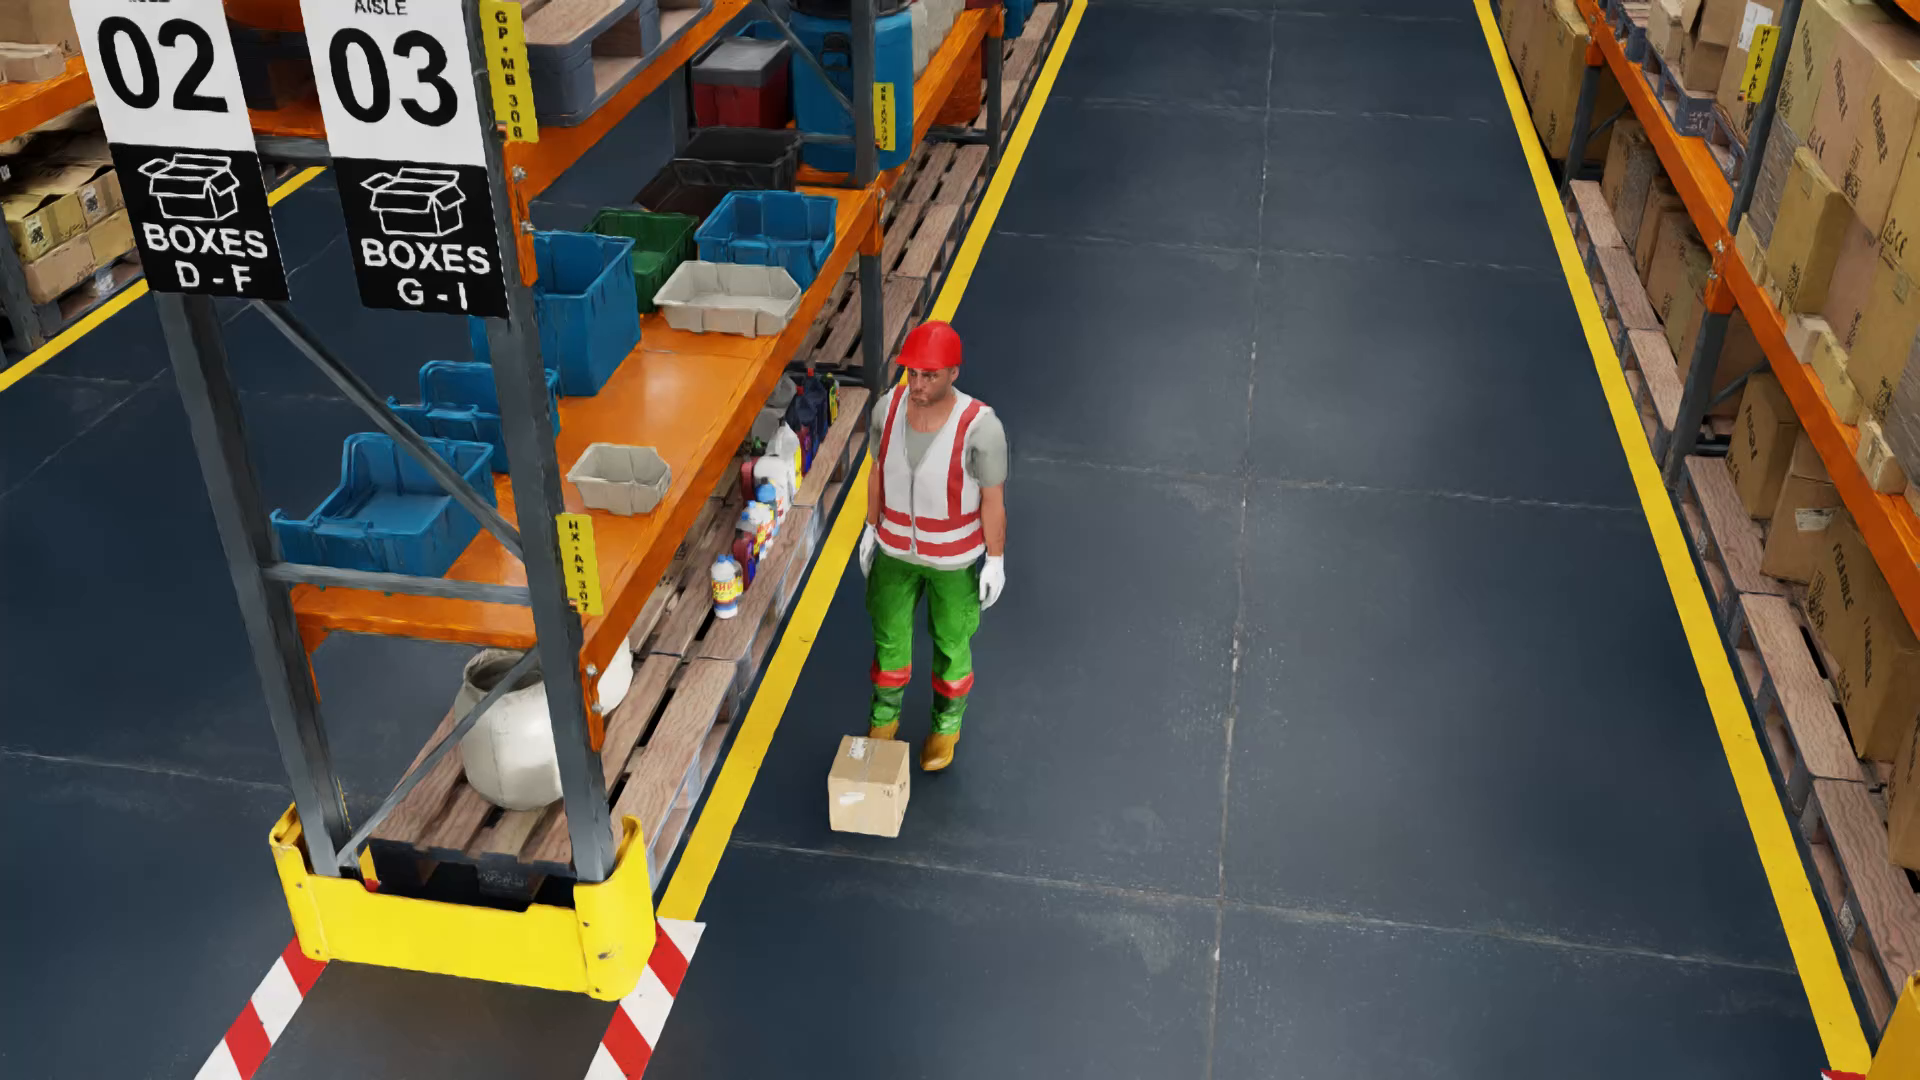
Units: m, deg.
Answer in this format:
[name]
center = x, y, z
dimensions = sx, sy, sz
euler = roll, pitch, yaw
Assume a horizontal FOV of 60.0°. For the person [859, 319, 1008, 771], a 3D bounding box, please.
[person]
center = -0.120, 0.055, 6.013
dimensions = 0.580, 1.794, 0.407
euler = 13, 34, 19
